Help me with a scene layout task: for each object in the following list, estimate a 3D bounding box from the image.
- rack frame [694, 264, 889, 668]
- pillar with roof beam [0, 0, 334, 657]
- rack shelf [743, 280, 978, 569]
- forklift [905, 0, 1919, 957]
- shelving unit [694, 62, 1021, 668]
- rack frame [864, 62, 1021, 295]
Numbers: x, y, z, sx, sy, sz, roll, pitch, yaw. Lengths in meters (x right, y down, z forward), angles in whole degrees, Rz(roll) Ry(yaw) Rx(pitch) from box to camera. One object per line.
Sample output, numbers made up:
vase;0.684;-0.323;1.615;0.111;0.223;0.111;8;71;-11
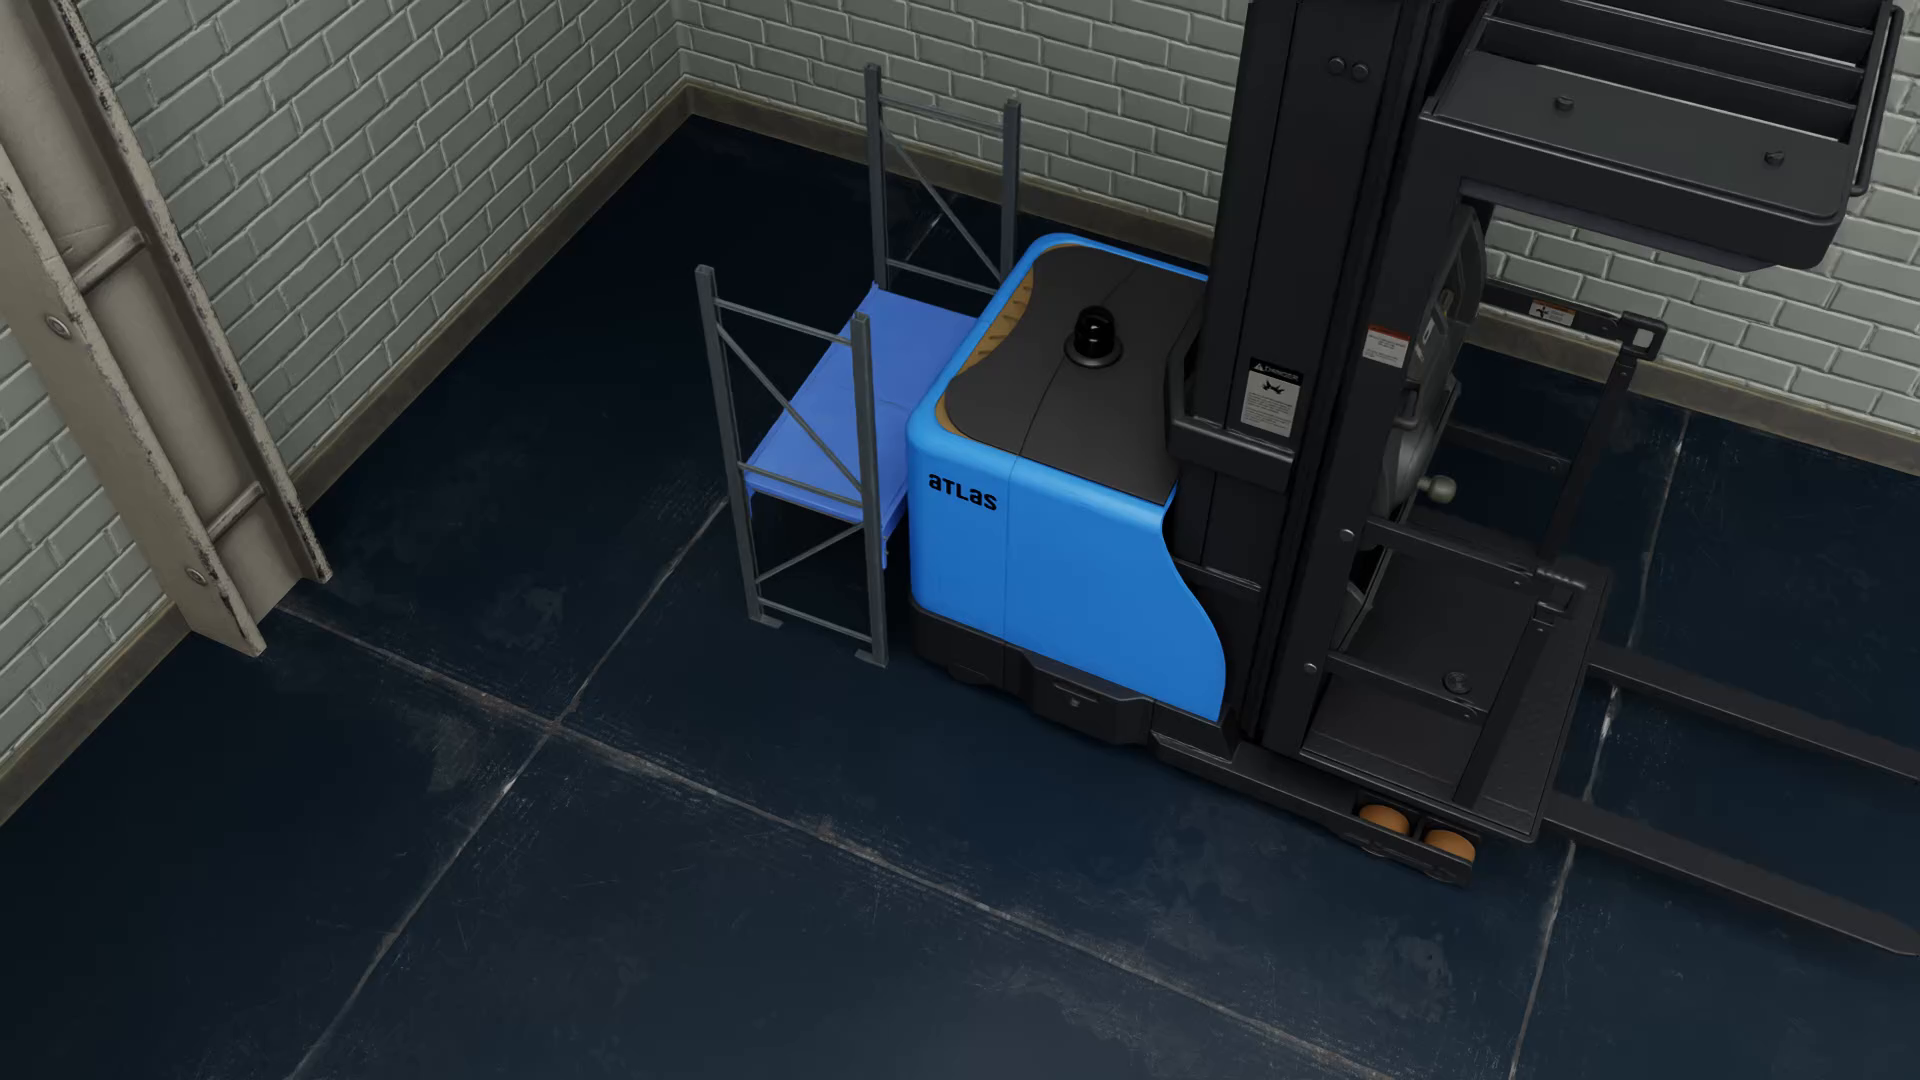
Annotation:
rack frame;-0.466;-0.158;4.899;0.500;1.500;0.032;19;52;15
pillar with roof beam;1.543;-1.318;0.963;9.100;9.000;0.400;20;52;16
rack shelf;-0.260;-0.395;5.338;0.538;0.185;1.000;19;52;15
forklift;1.387;-0.411;4.175;3.031;2.935;1.130;20;53;16
shelving unit;-0.260;-0.512;5.201;0.538;1.500;1.048;19;52;15
rack frame;-0.055;-0.866;5.502;0.500;1.500;0.032;19;52;15
